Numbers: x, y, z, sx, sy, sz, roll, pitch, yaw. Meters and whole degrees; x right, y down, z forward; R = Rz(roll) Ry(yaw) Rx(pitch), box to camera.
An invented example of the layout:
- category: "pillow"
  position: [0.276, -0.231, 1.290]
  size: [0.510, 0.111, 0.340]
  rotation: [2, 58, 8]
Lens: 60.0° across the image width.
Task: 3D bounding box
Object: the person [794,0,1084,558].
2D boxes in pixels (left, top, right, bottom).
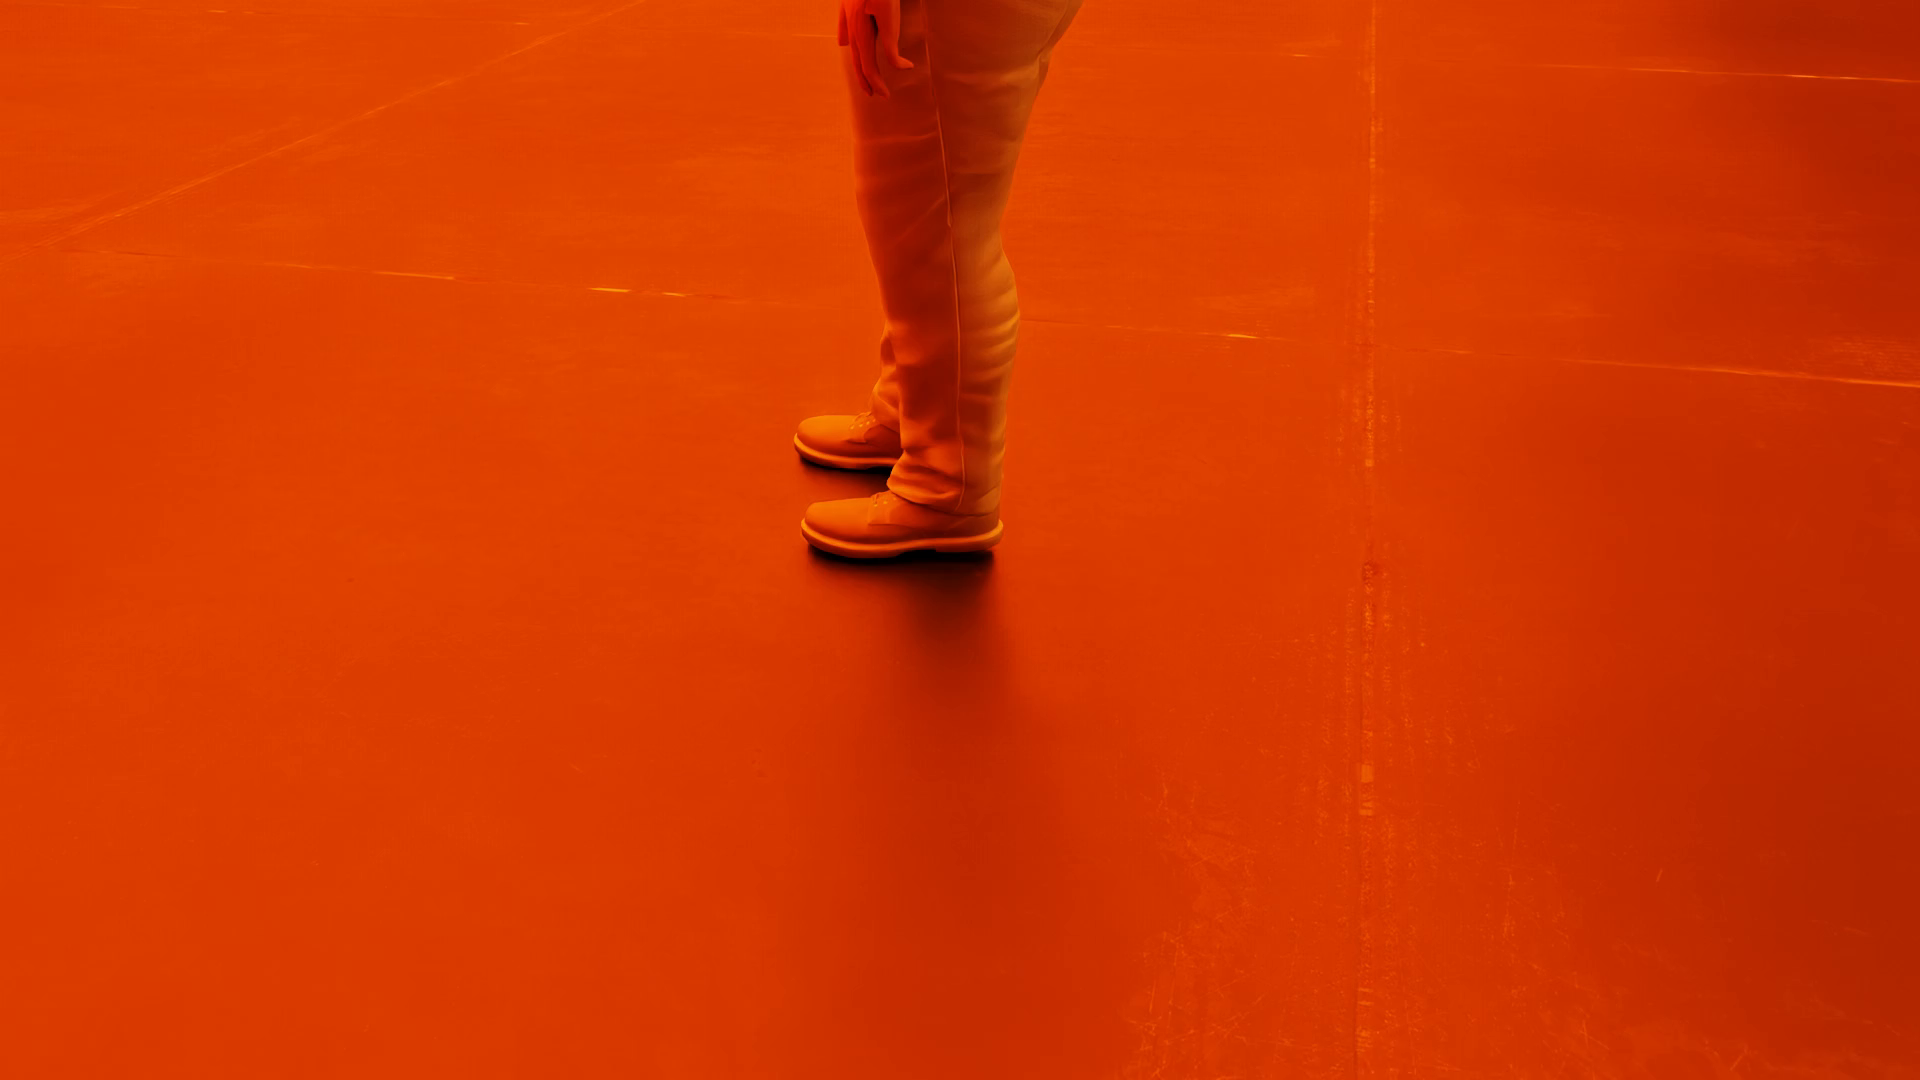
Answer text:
- category: "person"
  position: [-0.070, -0.768, 2.157]
  size: [0.529, 1.670, 0.598]
  rotation: [6, 27, 11]
